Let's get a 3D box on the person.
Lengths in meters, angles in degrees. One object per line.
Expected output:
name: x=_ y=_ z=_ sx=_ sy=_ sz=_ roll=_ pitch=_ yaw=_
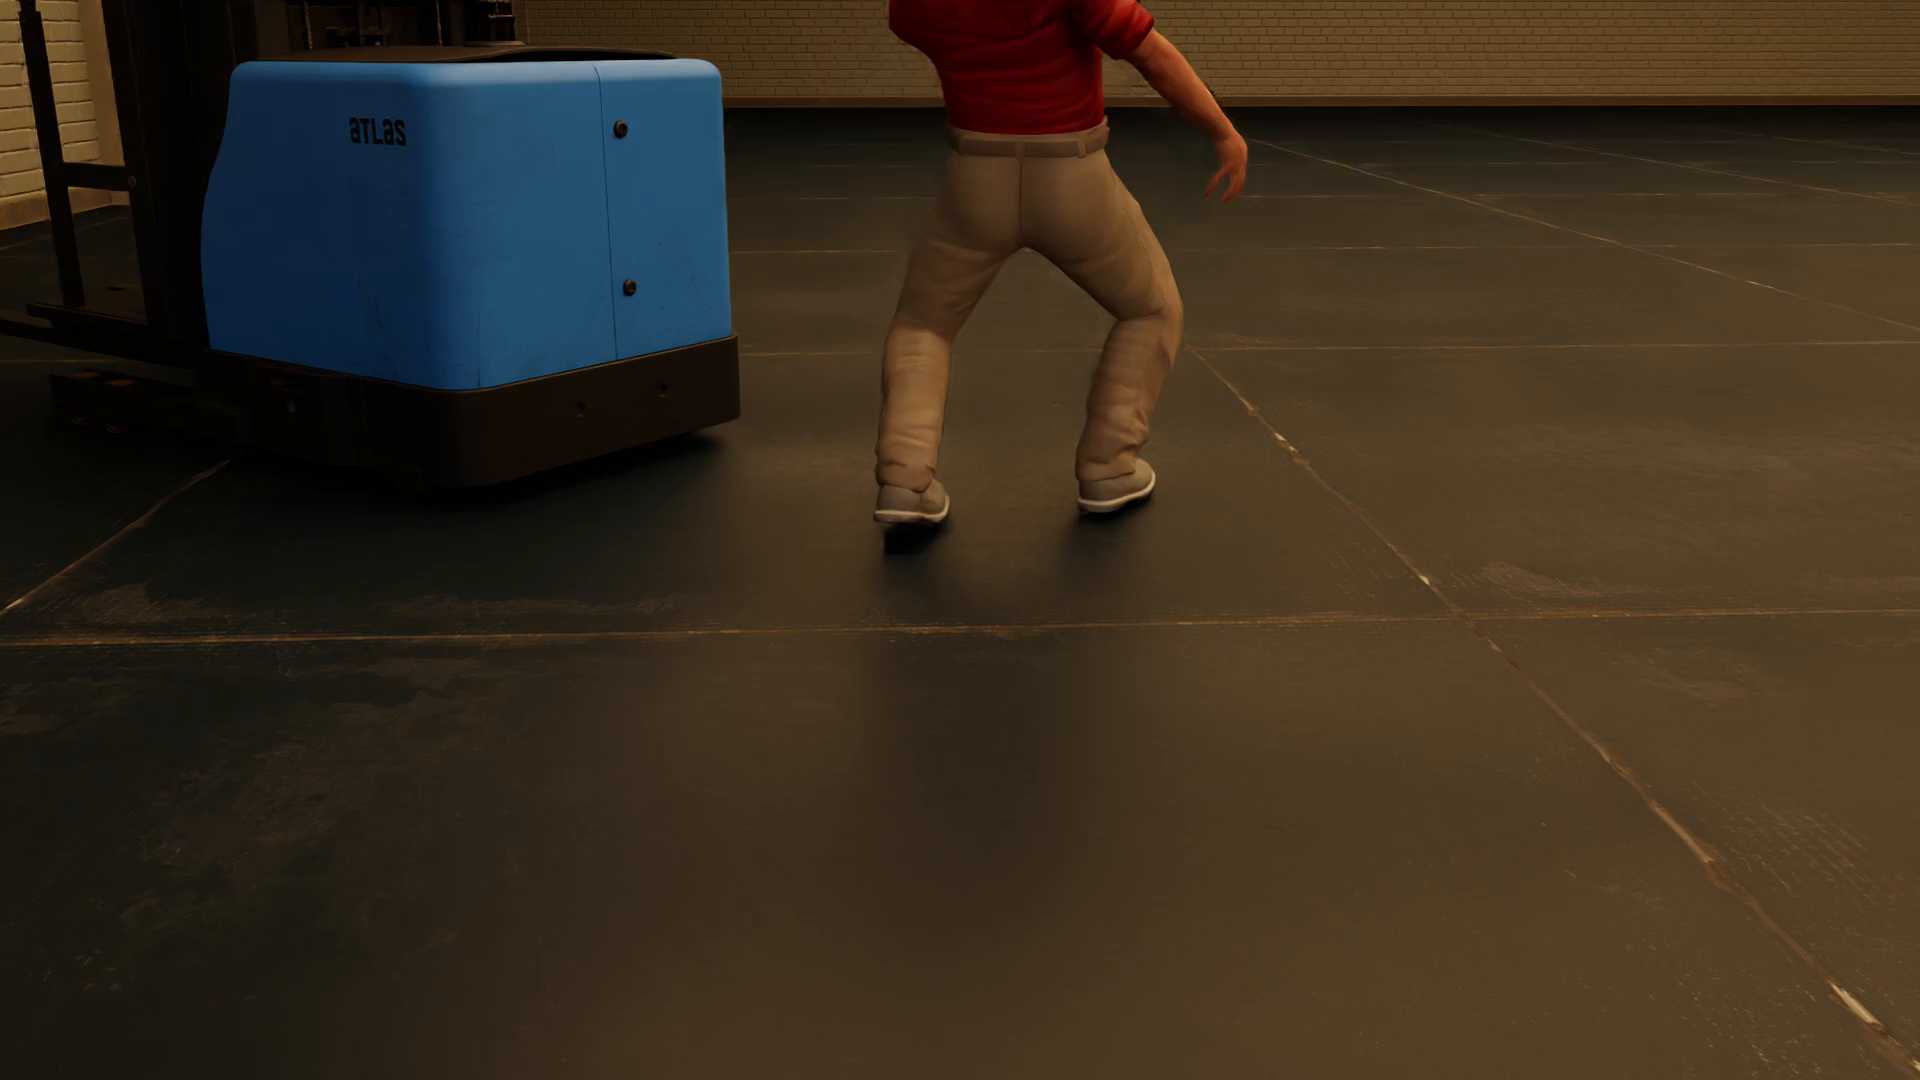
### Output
person: x=0.246 y=-0.840 z=3.950 sx=0.854 sy=1.560 sz=0.866 roll=3 pitch=17 yaw=9

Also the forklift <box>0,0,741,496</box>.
forklift: x=-2.141 y=-1.829 z=4.885 sx=3.031 sy=2.935 sz=1.130 roll=12 pitch=20 yaw=33
